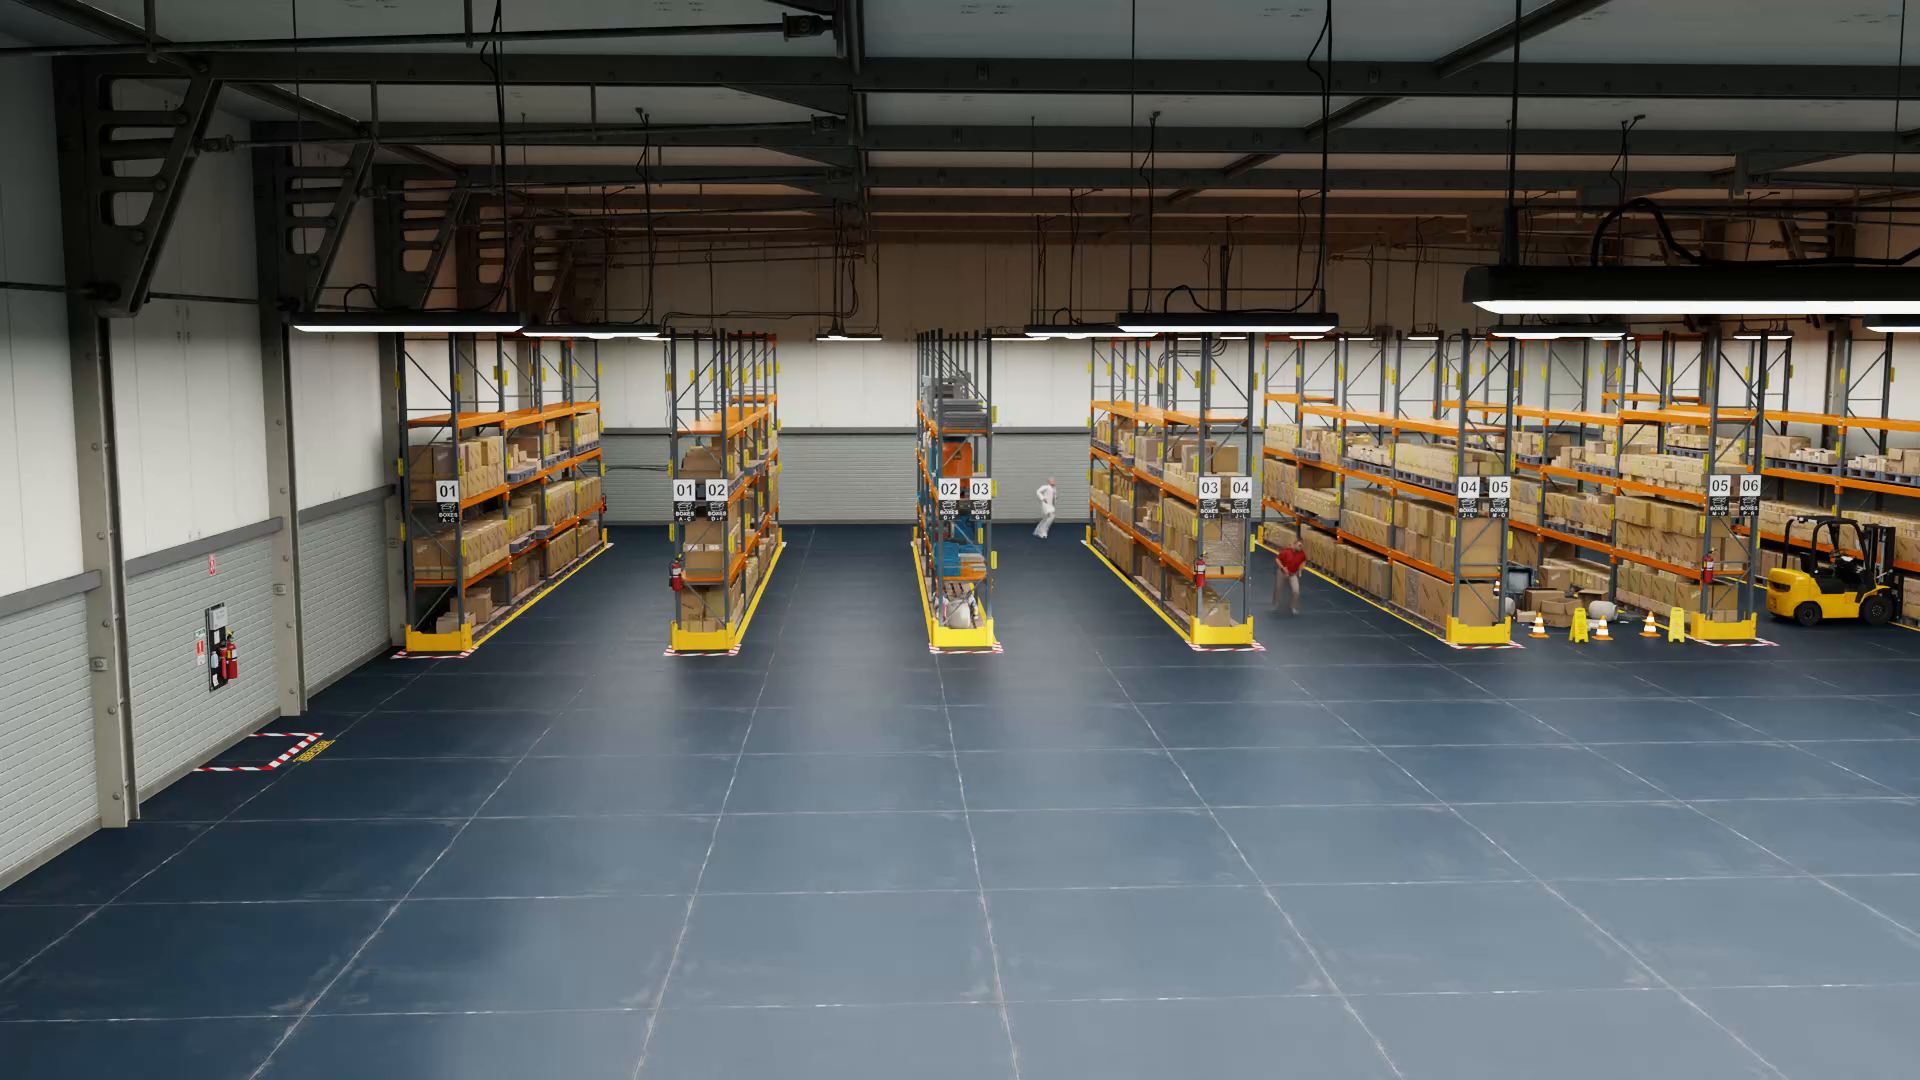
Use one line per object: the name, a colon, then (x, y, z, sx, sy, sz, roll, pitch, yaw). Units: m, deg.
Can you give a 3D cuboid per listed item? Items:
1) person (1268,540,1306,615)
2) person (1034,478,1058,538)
person: (7.003, 0.778, 35.491, 0.754, 1.629, 0.803, 0, 7, 0)
person: (2.601, -0.961, 49.527, 0.712, 1.781, 0.760, 3, 8, 27)
